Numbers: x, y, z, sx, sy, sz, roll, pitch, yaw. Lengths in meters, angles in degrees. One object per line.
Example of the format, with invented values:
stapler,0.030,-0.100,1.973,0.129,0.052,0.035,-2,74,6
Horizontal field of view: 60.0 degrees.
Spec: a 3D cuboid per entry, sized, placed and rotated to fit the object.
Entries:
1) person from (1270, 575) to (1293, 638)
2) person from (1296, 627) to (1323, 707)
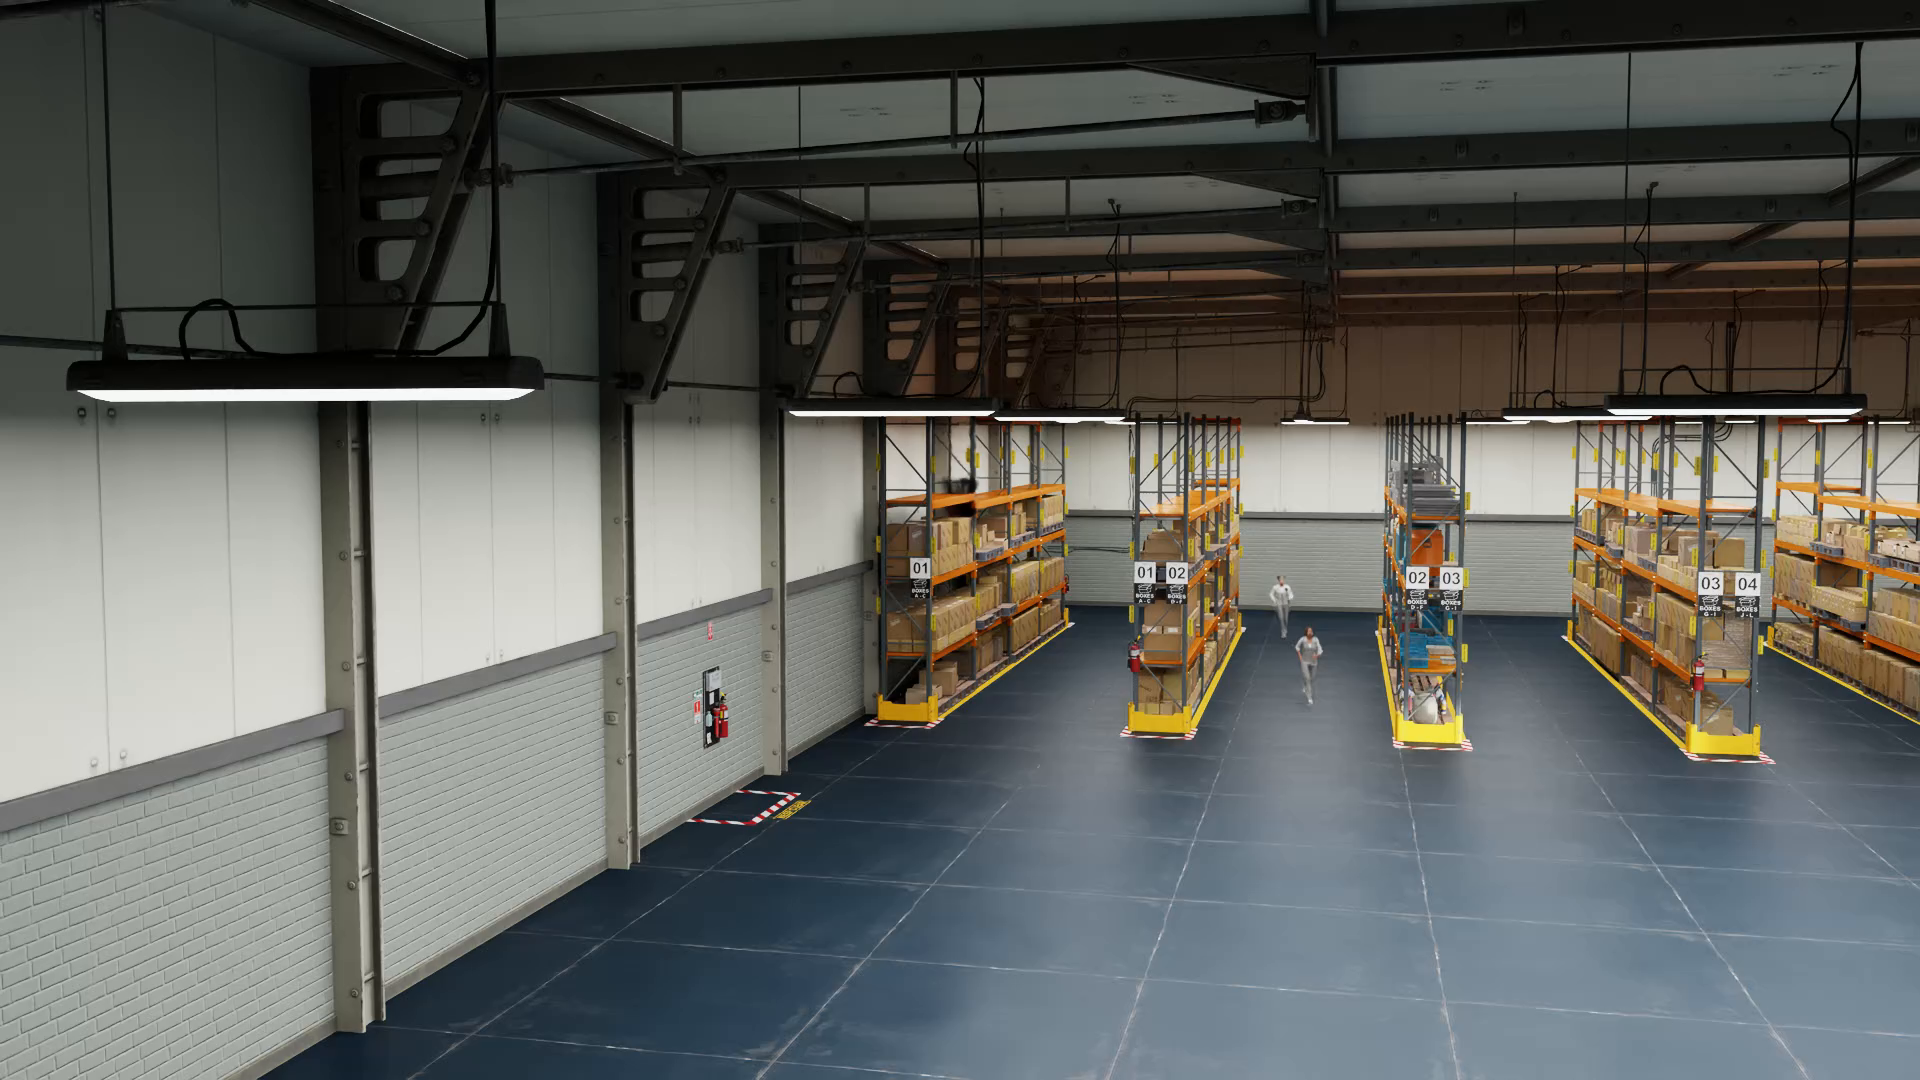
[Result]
person,8.825,1.804,45.617,0.626,1.697,0.793,0,4,4
person,7.267,2.595,34.627,0.486,1.593,1.035,0,4,-4
